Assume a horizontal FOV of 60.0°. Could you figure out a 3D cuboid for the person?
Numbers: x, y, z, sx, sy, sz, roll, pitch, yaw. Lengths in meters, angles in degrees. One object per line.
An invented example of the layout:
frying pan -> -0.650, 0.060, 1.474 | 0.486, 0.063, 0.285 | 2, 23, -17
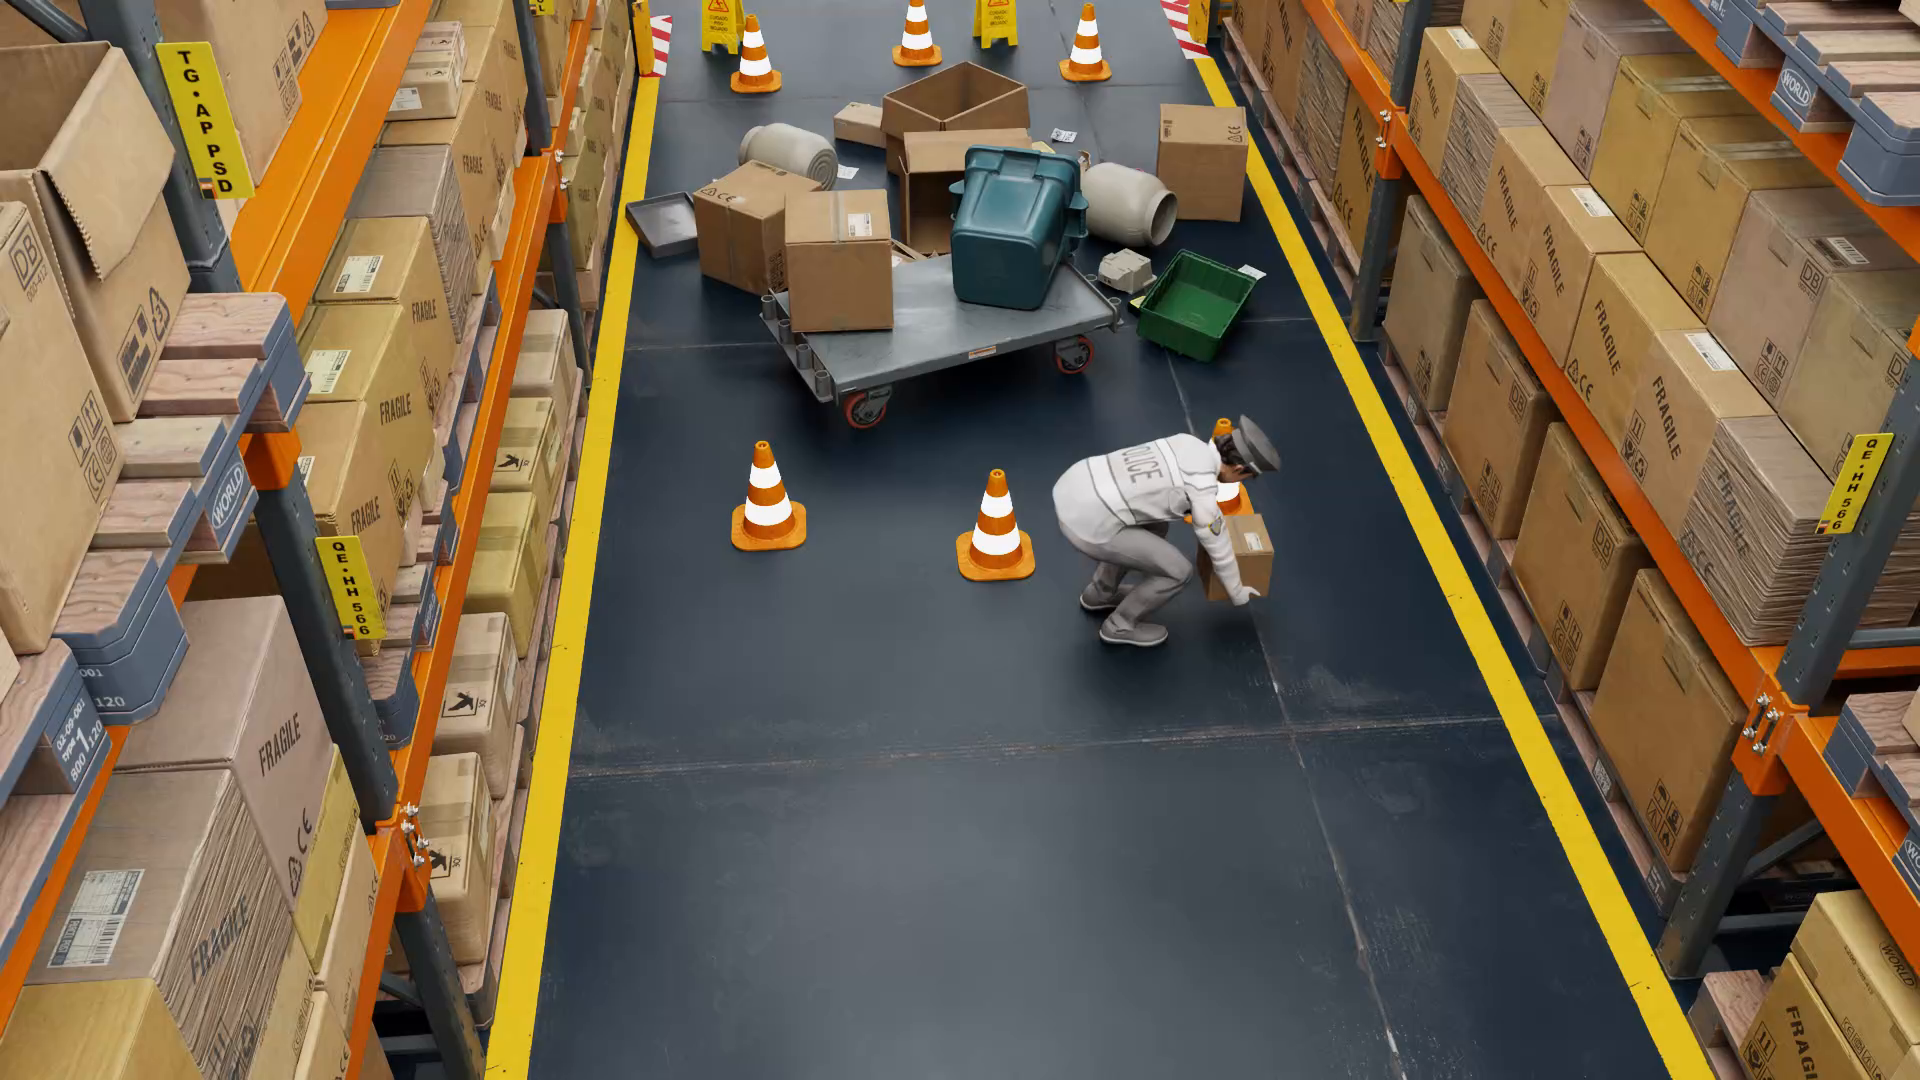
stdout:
person -> 0.825, -0.044, 6.752 | 0.908, 0.981, 0.462 | -5, 40, -6
